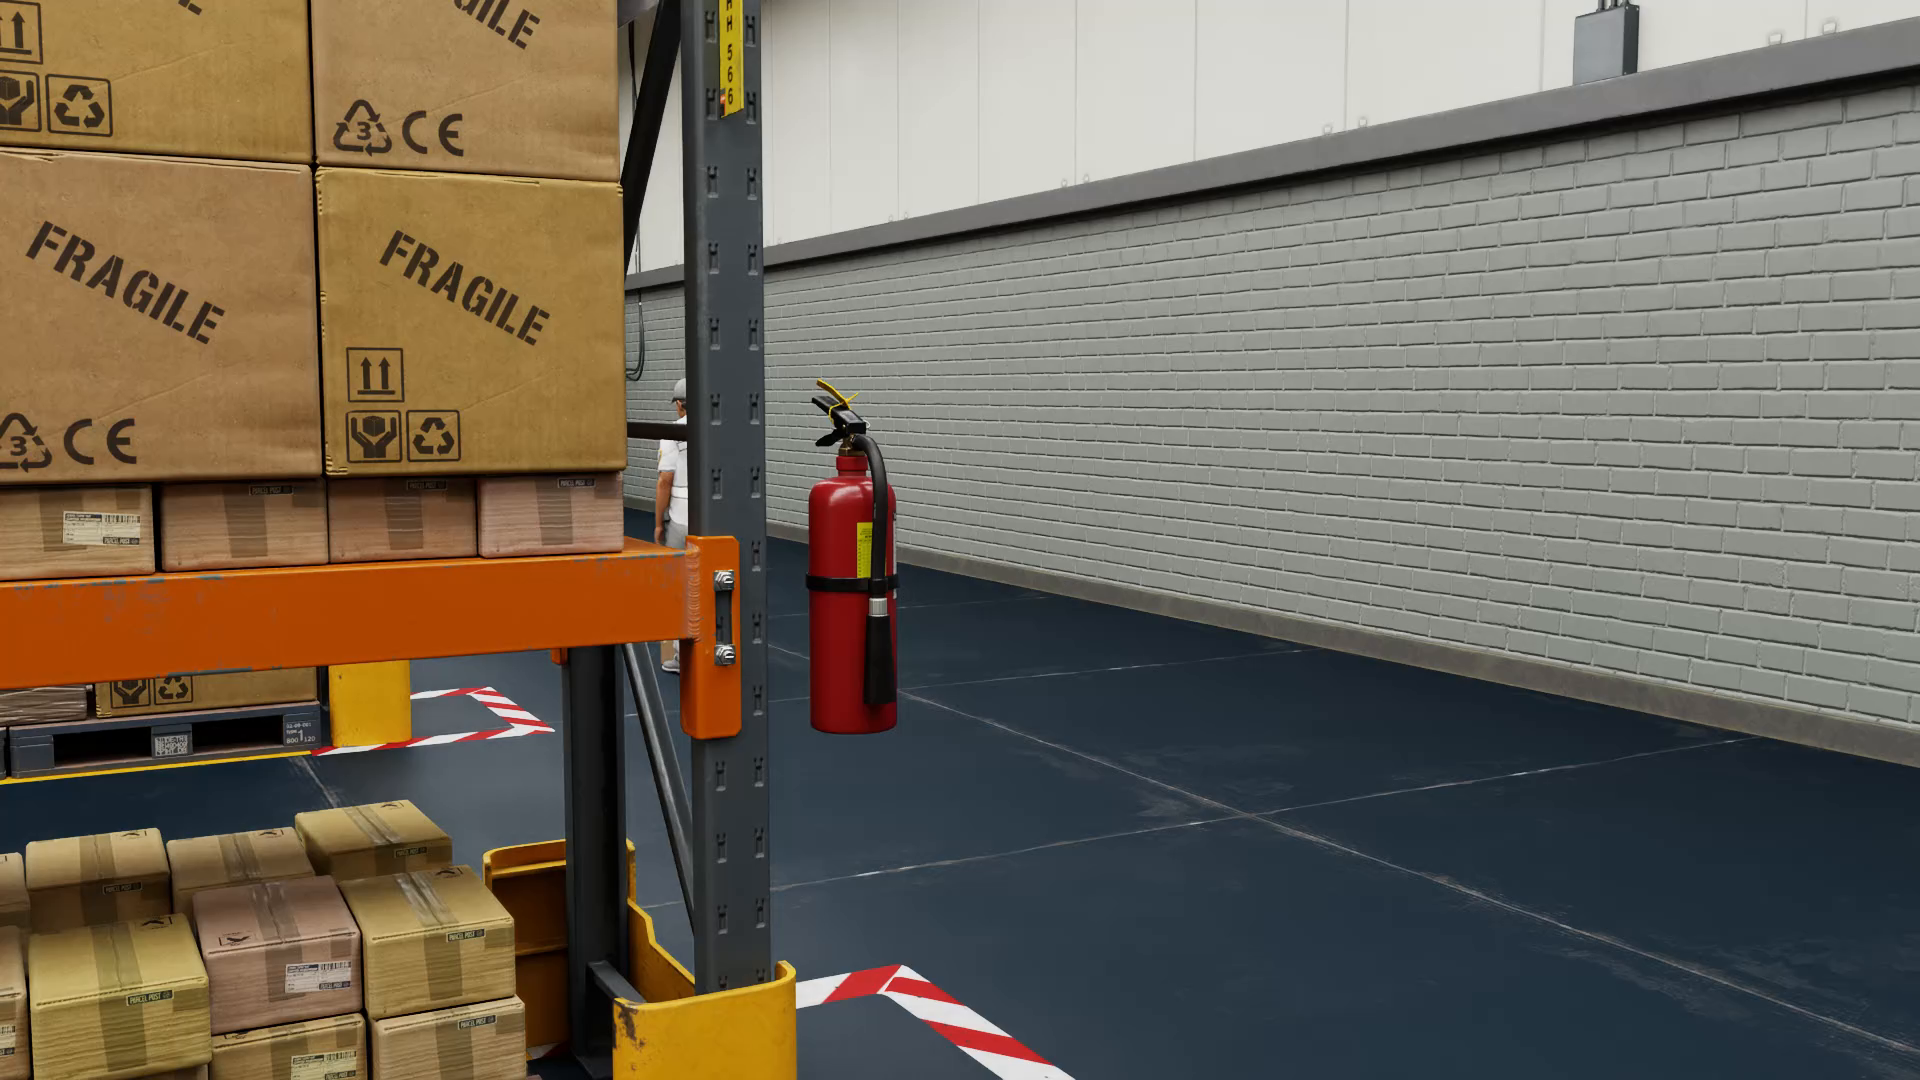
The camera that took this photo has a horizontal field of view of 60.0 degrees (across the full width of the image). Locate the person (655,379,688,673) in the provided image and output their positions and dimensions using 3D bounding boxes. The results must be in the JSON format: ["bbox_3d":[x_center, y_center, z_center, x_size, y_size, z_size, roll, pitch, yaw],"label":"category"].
[{"bbox_3d":[-1.467,-0.085,9.417,0.553,1.666,0.472,-3,6,-30],"label":"person"}]
